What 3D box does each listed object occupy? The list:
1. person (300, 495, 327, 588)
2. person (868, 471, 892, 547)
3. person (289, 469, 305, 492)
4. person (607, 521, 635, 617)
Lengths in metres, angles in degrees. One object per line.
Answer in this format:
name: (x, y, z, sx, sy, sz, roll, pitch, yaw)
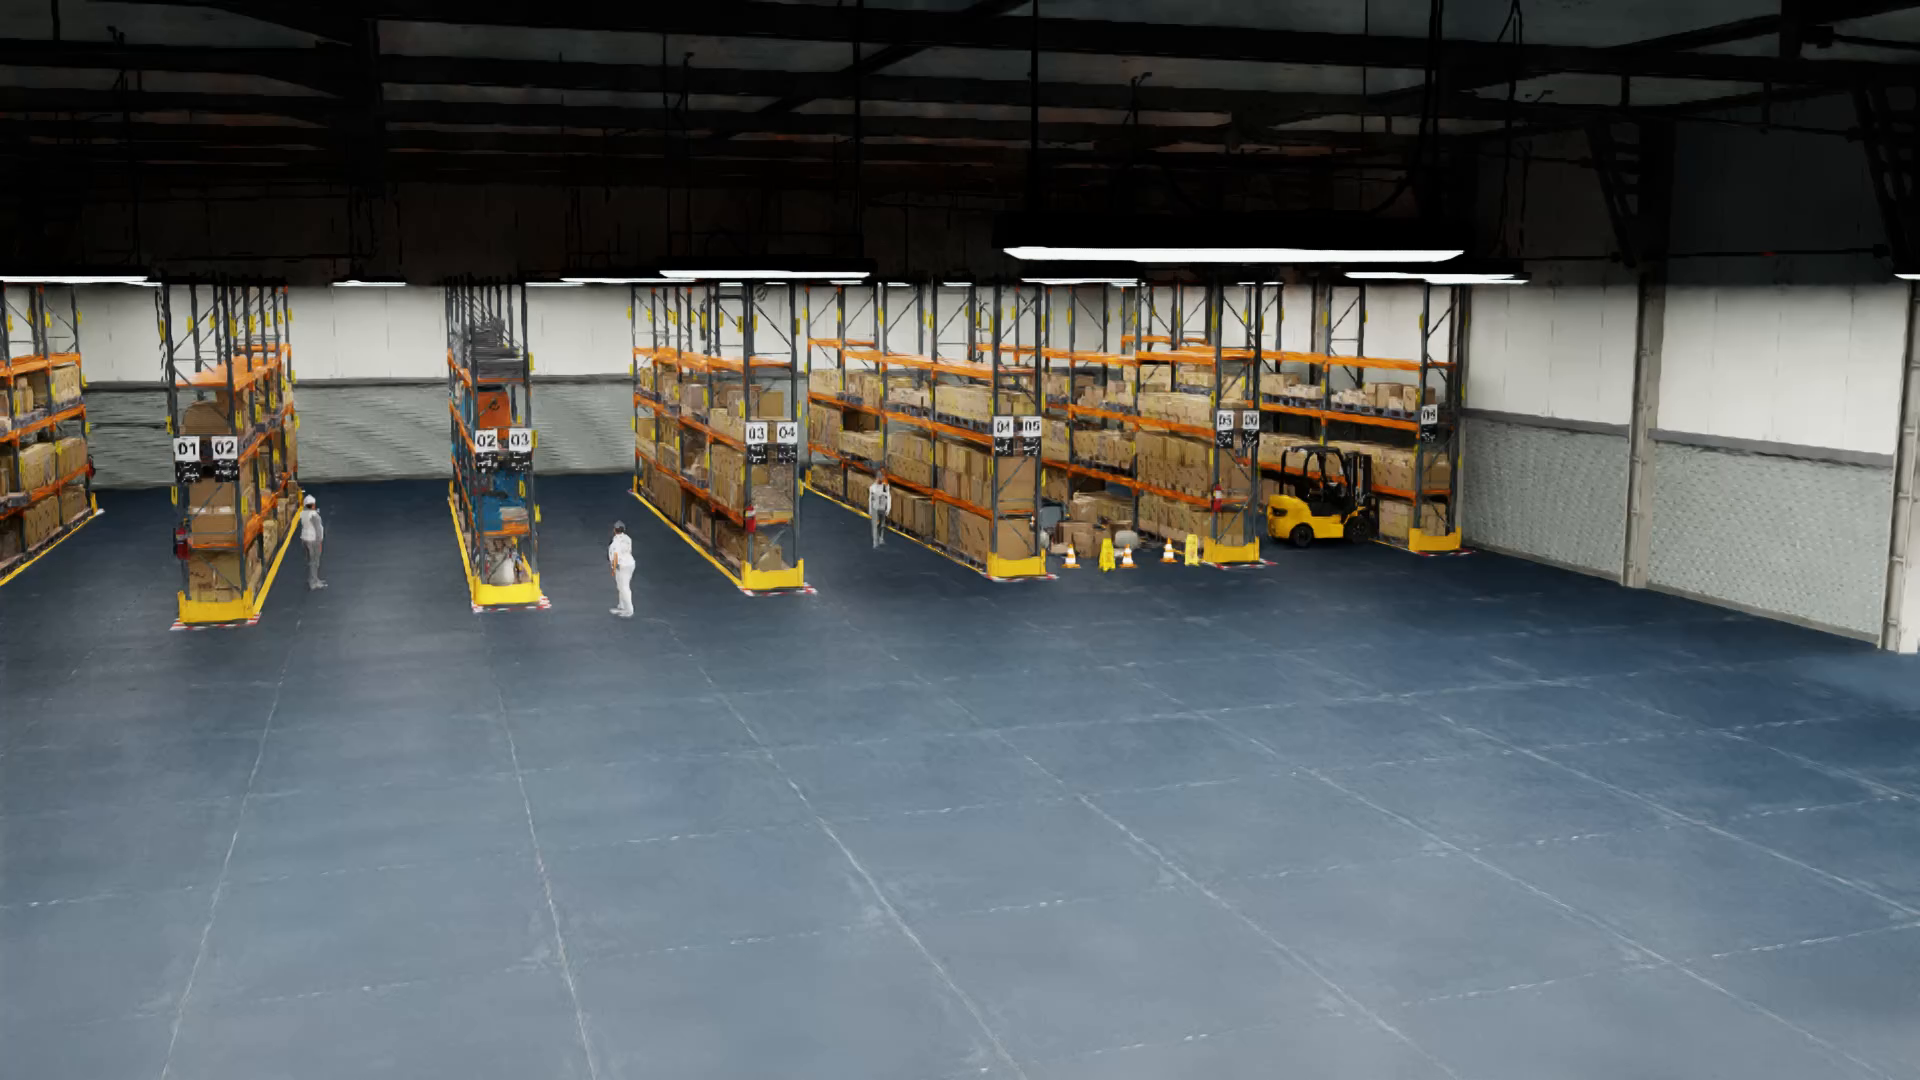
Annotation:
person: (-12.444, 0.008, 32.061, 0.584, 1.776, 0.450, 7, 11, 40)
person: (-1.695, -0.684, 35.357, 0.481, 1.614, 1.007, -2, 9, -10)
person: (-18.792, -2.110, 46.430, 0.566, 1.658, 0.688, 3, 9, 19)
person: (-5.980, 0.493, 29.255, 0.556, 1.659, 0.598, 2, 9, 12)
